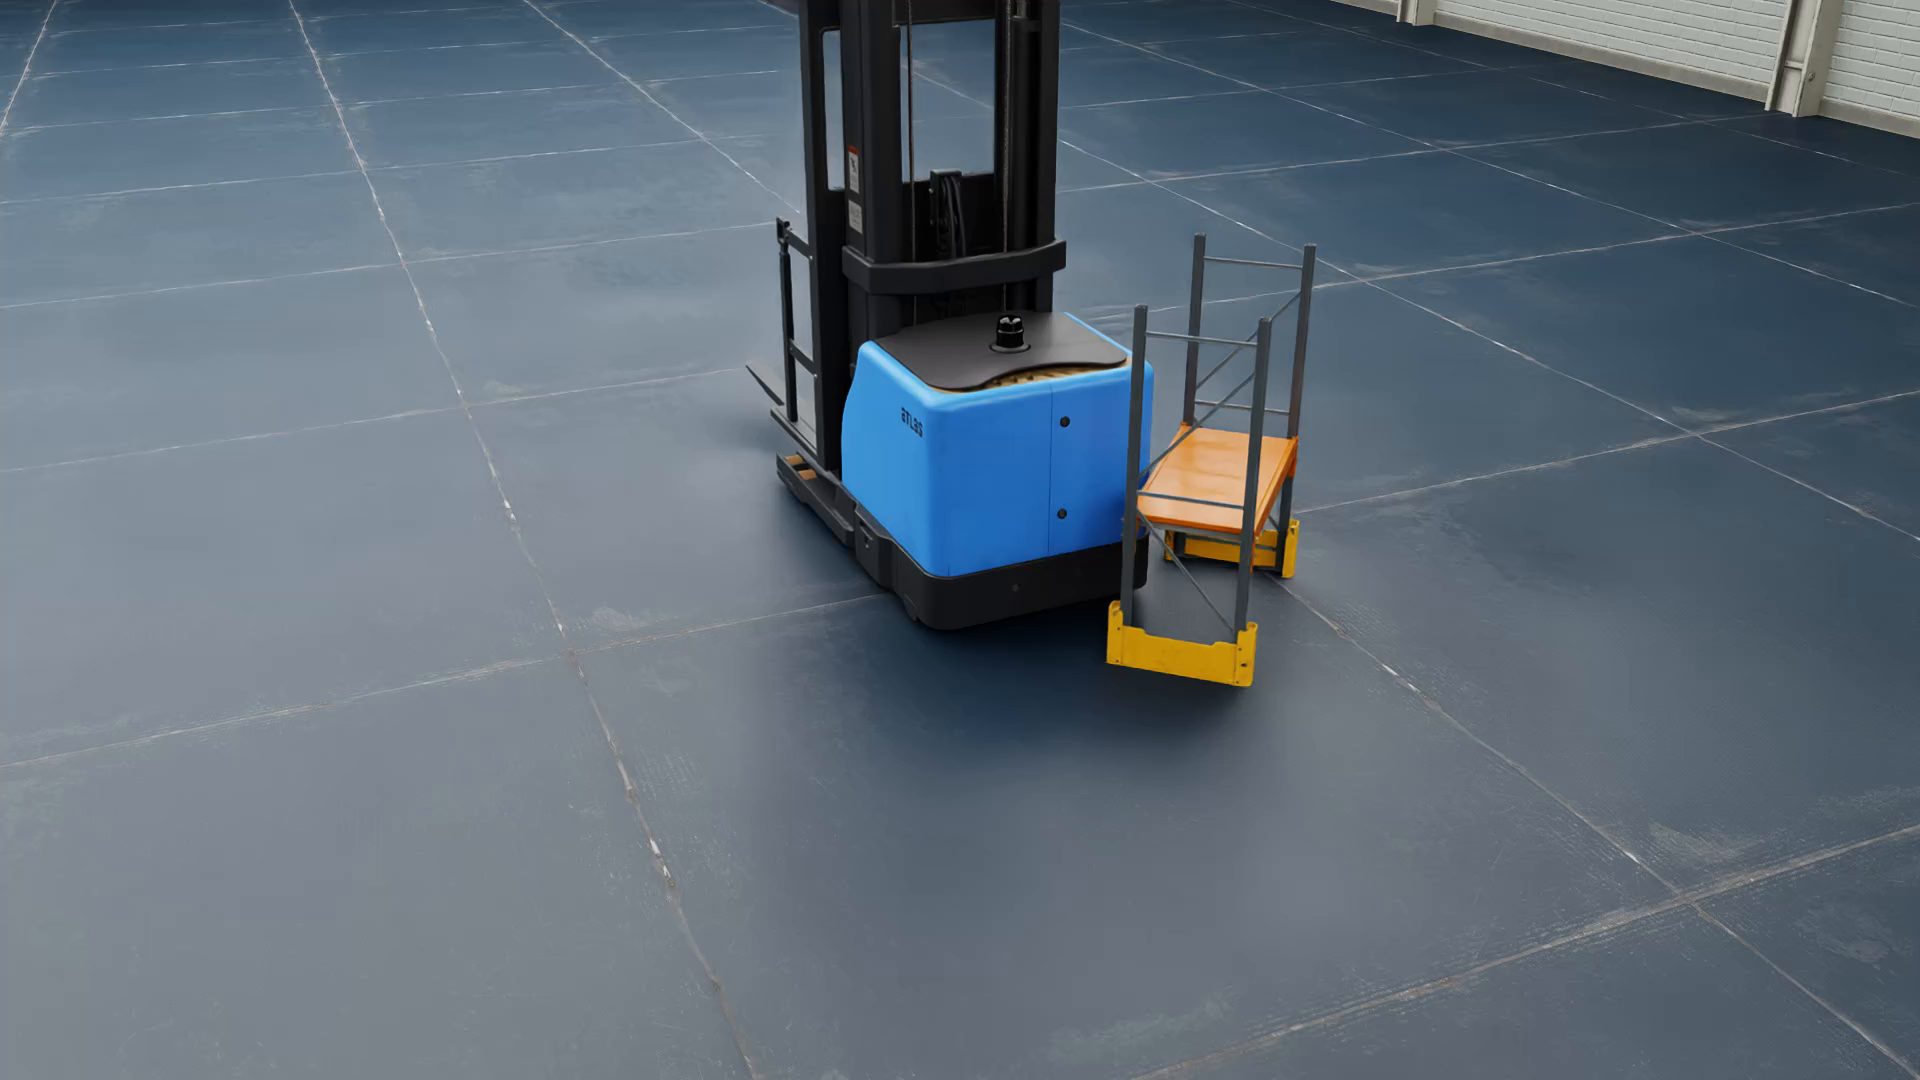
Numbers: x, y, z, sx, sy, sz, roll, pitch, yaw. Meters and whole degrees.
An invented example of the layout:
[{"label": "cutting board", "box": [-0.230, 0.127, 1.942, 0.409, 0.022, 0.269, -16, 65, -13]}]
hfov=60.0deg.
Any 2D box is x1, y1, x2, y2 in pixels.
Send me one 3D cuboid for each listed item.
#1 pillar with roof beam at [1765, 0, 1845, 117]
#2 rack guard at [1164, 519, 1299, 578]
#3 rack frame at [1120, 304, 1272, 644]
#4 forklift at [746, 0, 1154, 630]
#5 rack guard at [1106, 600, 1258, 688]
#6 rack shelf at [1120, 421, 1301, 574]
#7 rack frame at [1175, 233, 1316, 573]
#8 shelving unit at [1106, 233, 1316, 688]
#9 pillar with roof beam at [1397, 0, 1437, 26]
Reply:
[{"label": "pillar with roof beam", "box": [4.238, -7.524, 12.903, 9.100, 9.000, 0.400, -11, 28, -21]}, {"label": "rack guard", "box": [1.213, 0.001, 7.463, 0.587, 0.250, 0.087, 9, 27, 18]}, {"label": "rack frame", "box": [0.878, -0.149, 6.345, 0.500, 1.500, 0.032, 9, 27, 18]}, {"label": "forklift", "box": [-0.259, -1.566, 7.617, 1.130, 2.935, 3.031, -11, 28, -22]}, {"label": "rack guard", "box": [0.879, 0.412, 6.620, 0.587, 0.250, 0.087, 9, 27, 18]}, {"label": "rack shelf", "box": [1.049, -0.197, 6.854, 0.538, 0.185, 1.000, 9, 27, 18]}, {"label": "rack frame", "box": [1.220, -0.569, 7.205, 0.500, 1.500, 0.032, 9, 27, 18]}, {"label": "shelving unit", "box": [1.046, -0.355, 6.768, 0.587, 1.500, 1.083, 9, 27, 18]}, {"label": "pillar with roof beam", "box": [1.888, -9.946, 17.864, 9.100, 9.000, 0.400, -11, 28, -21]}]
